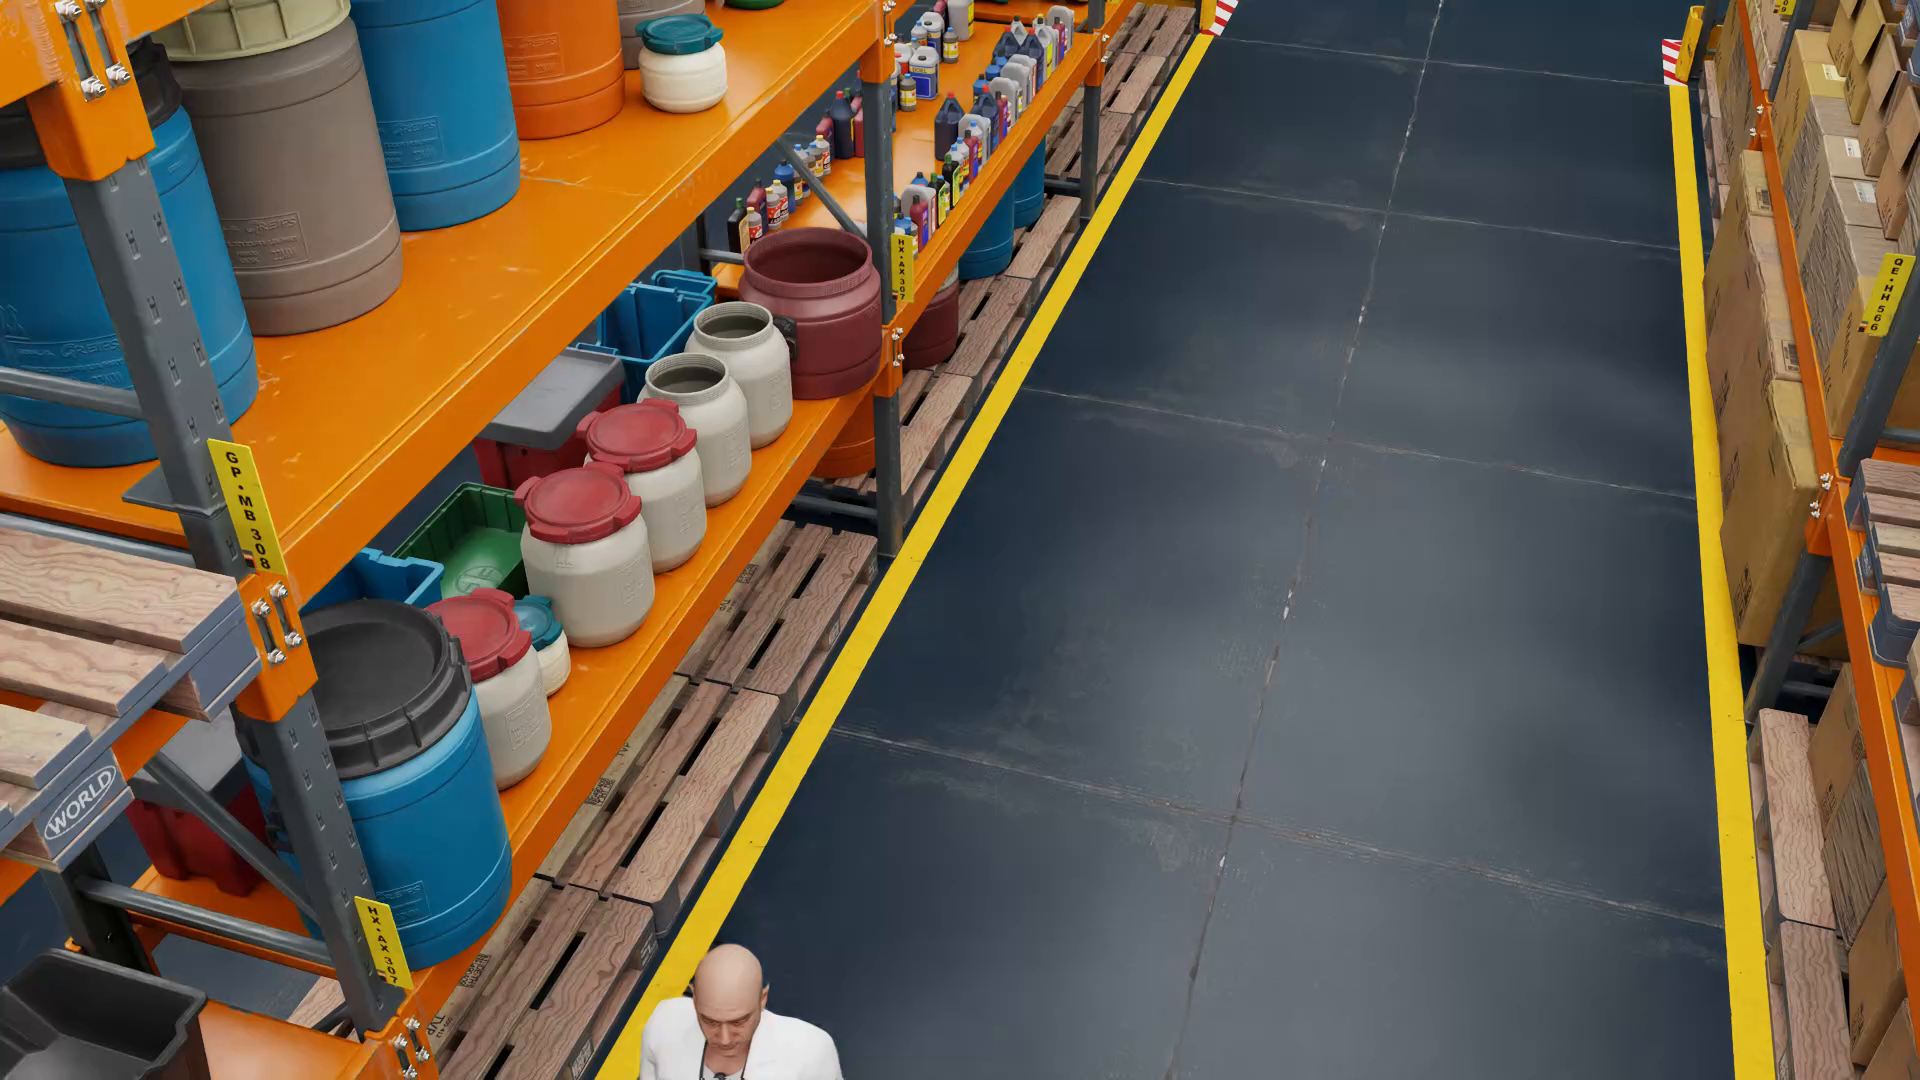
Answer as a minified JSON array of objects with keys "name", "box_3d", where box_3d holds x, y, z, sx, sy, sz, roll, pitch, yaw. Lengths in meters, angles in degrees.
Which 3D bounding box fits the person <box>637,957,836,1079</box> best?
[{"name":"person","box_3d":[-0.588,1.752,4.504,0.593,1.771,0.632,7,37,10]}]
